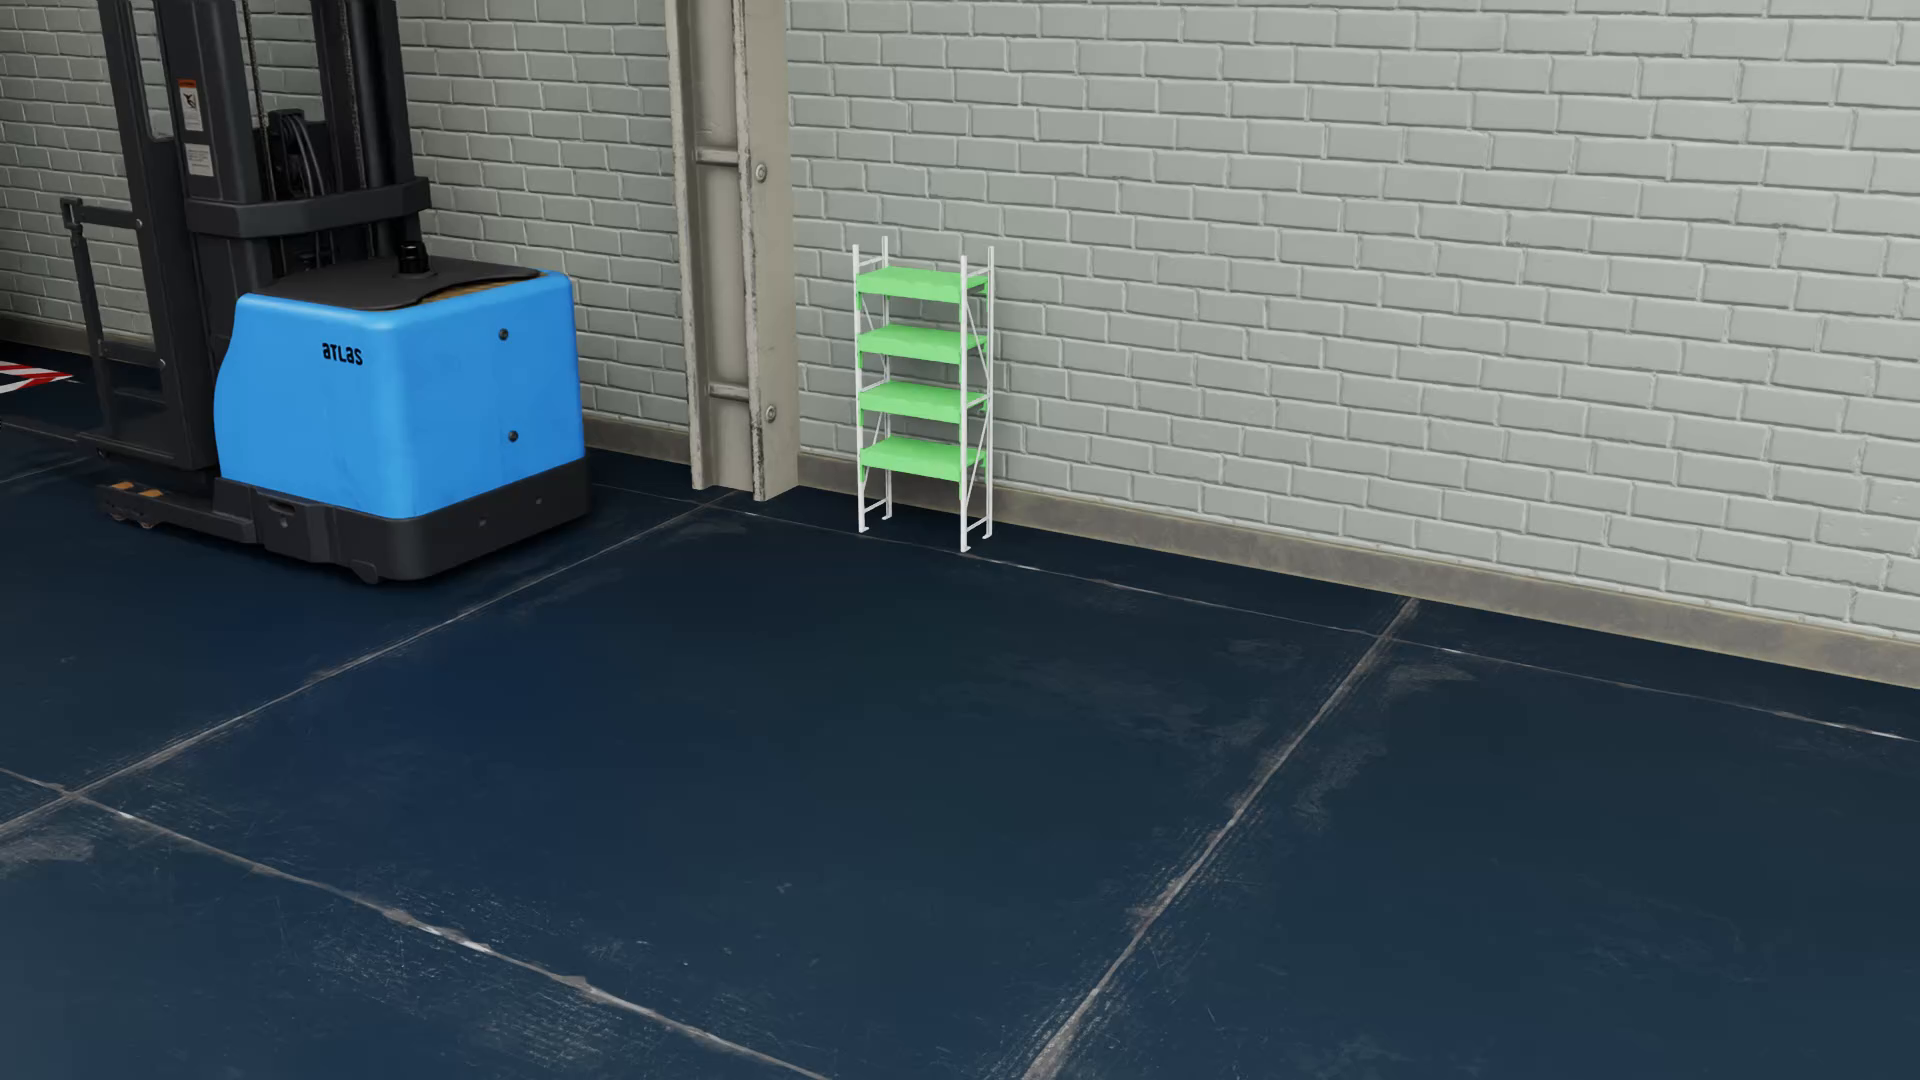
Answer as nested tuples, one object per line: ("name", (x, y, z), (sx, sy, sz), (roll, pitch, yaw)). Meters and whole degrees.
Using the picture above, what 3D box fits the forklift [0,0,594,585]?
("forklift", (-3.071, -1.564, 6.879), (3.031, 2.935, 1.130), (12, 23, 29))

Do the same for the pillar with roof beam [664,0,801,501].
("pillar with roof beam", (-3.065, -3.196, 2.480), (0.400, 9.000, 9.100), (11, 23, 27))

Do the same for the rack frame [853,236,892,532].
("rack frame", (-0.358, -0.632, 6.848), (0.015, 1.200, 0.240), (11, 23, 27))

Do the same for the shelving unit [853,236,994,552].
("shelving unit", (-0.145, -0.592, 6.736), (0.503, 1.200, 0.258), (11, 23, 27))

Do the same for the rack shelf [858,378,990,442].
("rack shelf", (-0.145, -0.531, 6.758), (0.480, 0.148, 0.258), (11, 23, 27))

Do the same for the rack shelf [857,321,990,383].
("rack shelf", (-0.145, -0.757, 6.676), (0.480, 0.148, 0.258), (11, 23, 27))

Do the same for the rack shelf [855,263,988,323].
("rack shelf", (-0.145, -0.983, 6.594), (0.480, 0.148, 0.258), (11, 23, 27))

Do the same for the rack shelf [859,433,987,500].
("rack shelf", (-0.145, -0.306, 6.840), (0.480, 0.148, 0.258), (11, 23, 27))

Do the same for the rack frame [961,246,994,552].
("rack frame", (0.068, -0.551, 6.624), (0.015, 1.200, 0.240), (11, 23, 27))
